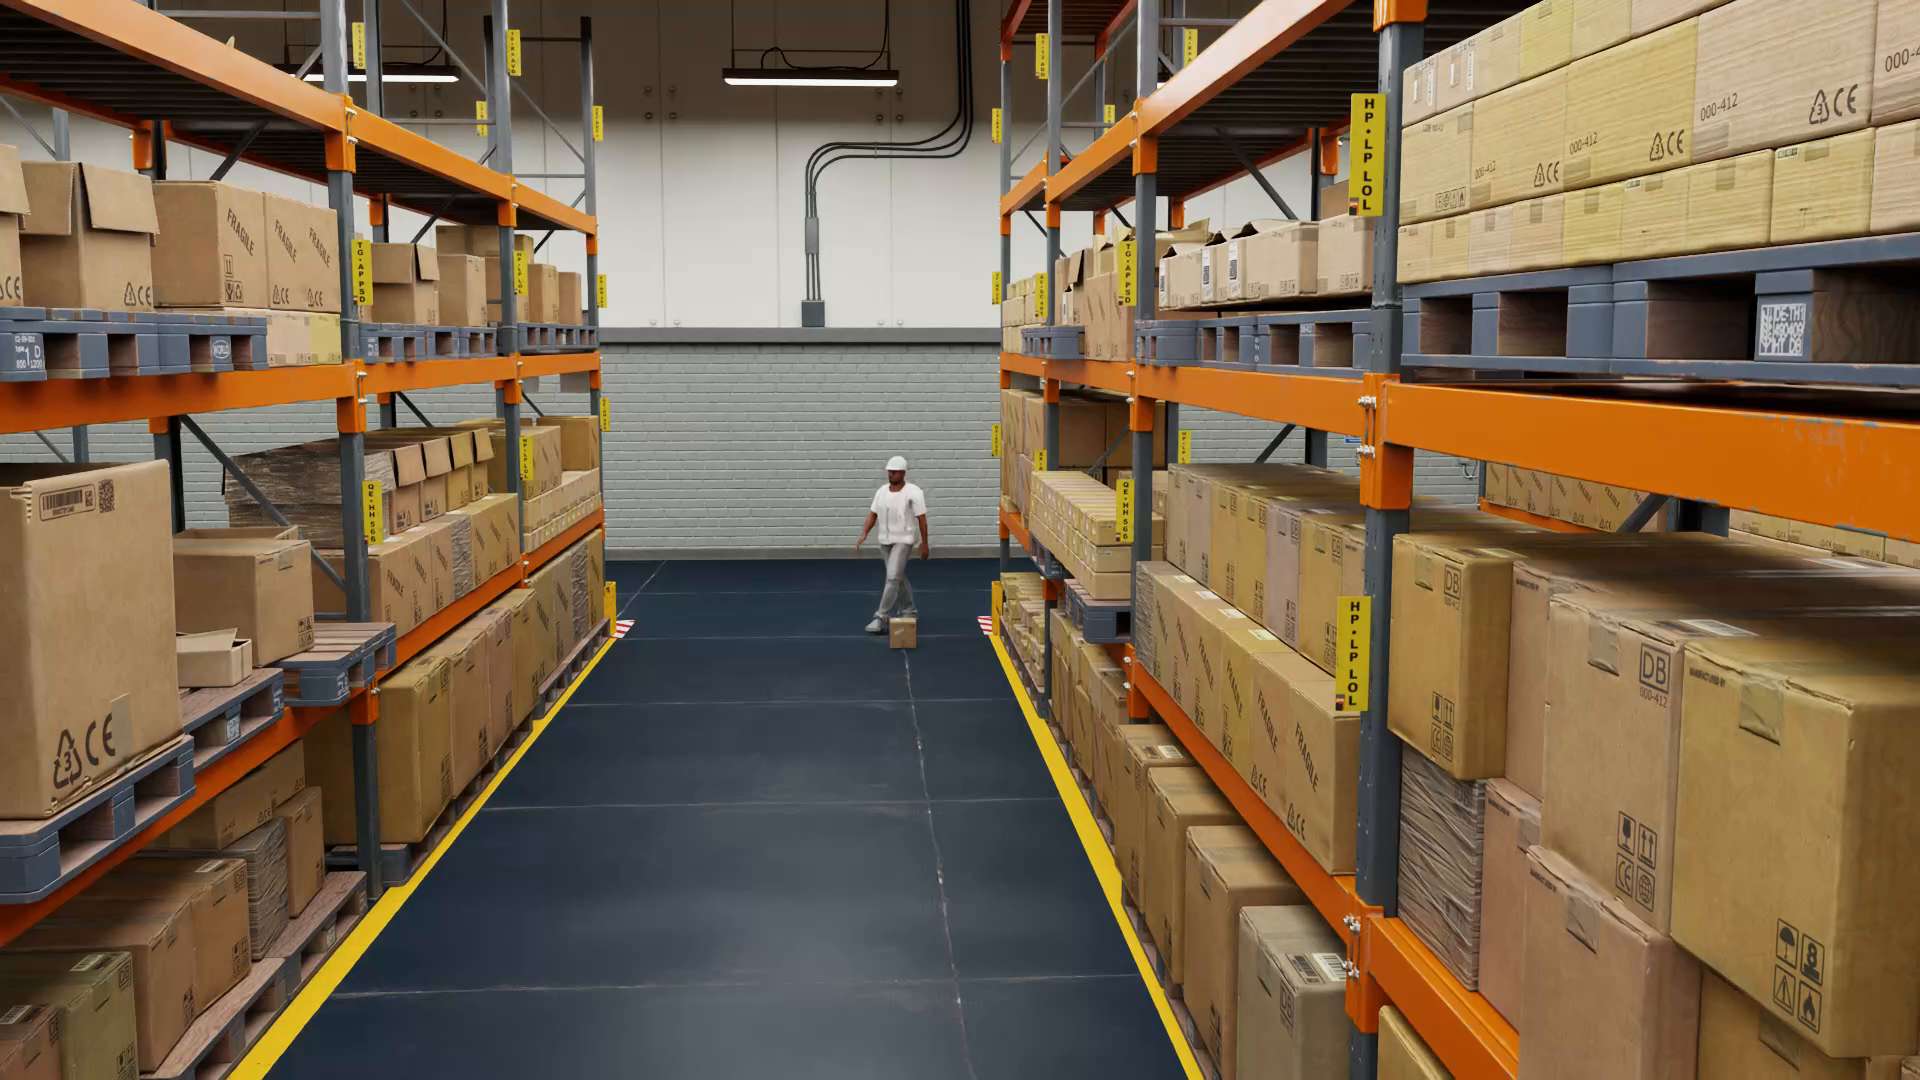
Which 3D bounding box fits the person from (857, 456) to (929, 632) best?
[{"bbox_3d":[-0.725,0.020,16.831,0.587,1.724,0.910,6,9,42],"label":"person"}]
